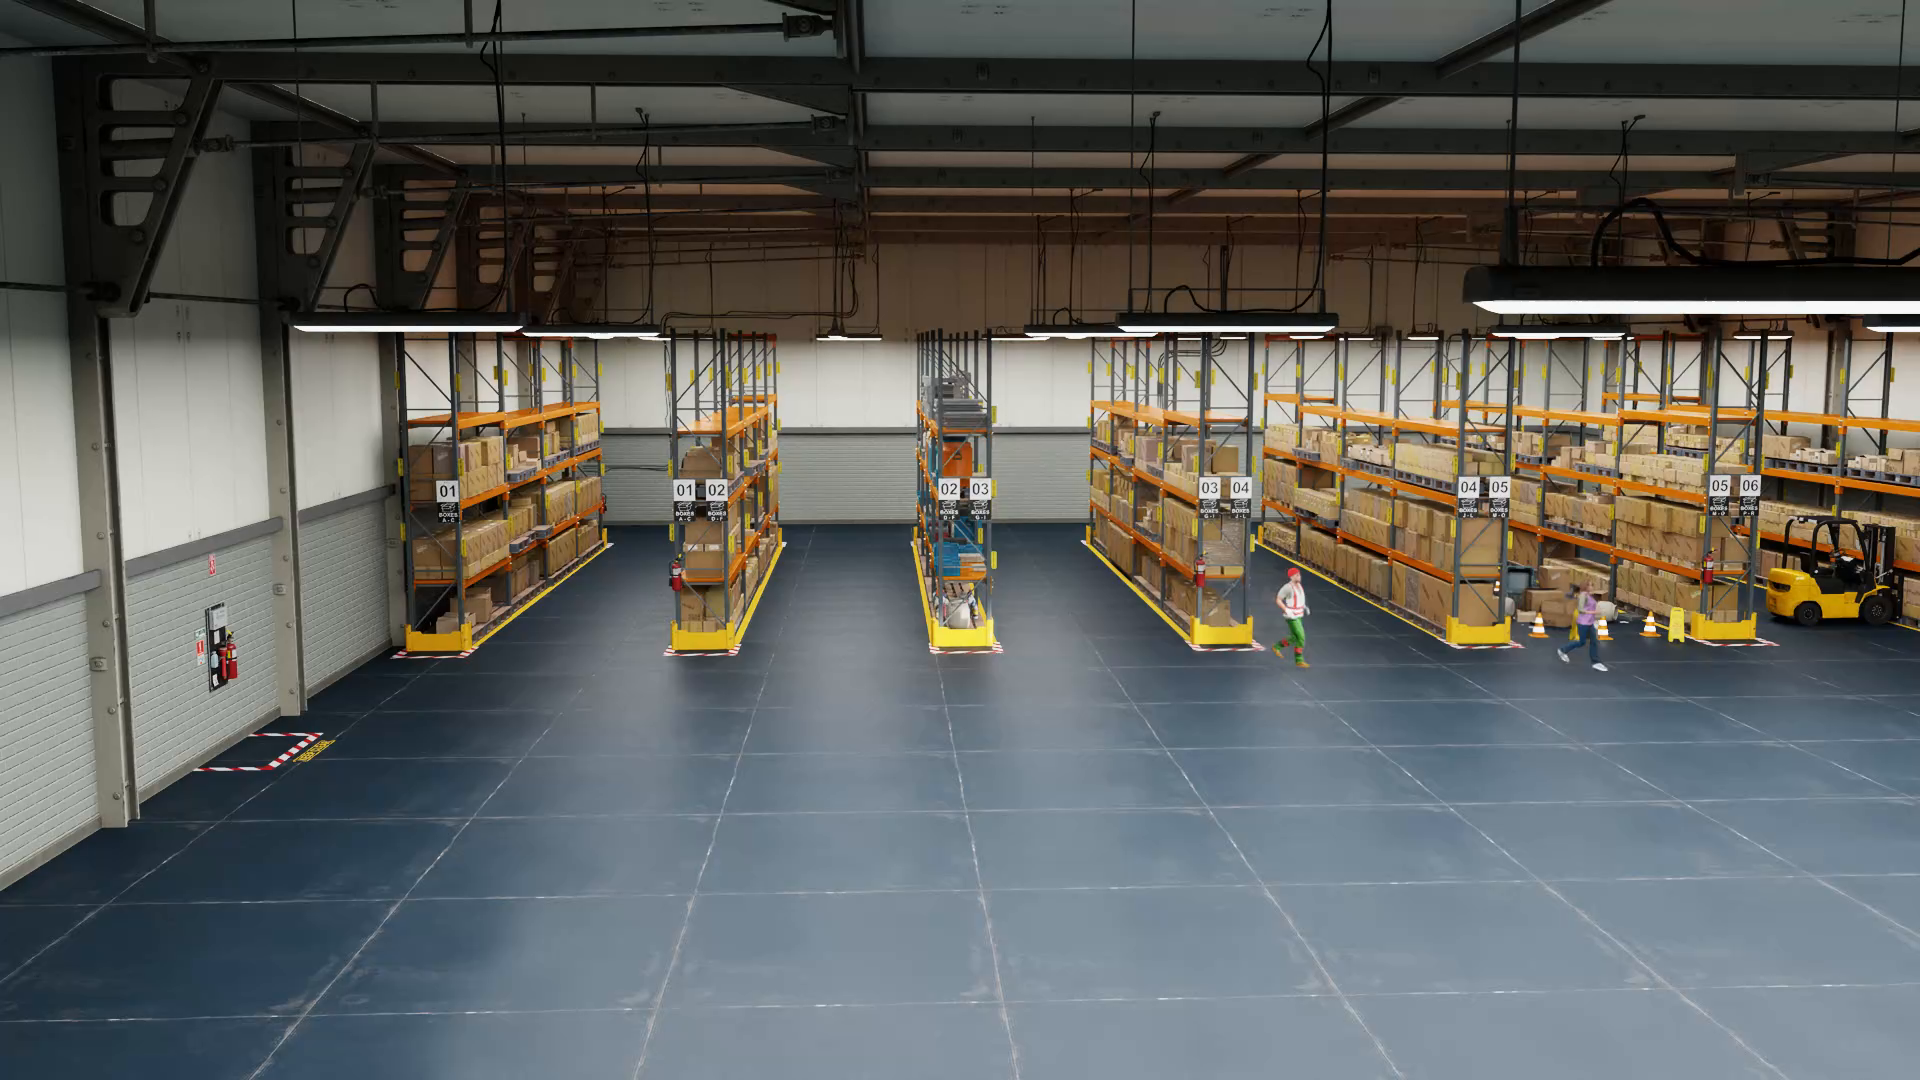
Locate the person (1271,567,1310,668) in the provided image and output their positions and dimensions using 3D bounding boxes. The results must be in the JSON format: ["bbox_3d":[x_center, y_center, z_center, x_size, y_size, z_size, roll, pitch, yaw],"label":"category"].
[{"bbox_3d":[5.885,1.361,29.617,0.822,1.768,0.675,5,9,39],"label":"person"}]

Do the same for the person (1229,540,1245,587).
[{"bbox_3d":[6.454,0.203,39.481,0.689,1.745,0.833,0,7,-3],"label":"person"}]

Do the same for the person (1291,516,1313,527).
[{"bbox_3d":[10.049,-0.952,49.253,0.993,1.743,0.678,0,7,-1],"label":"person"}]

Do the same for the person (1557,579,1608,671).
[{"bbox_3d":[10.974,1.477,29.232,0.877,1.592,0.538,6,9,39],"label":"person"}]
